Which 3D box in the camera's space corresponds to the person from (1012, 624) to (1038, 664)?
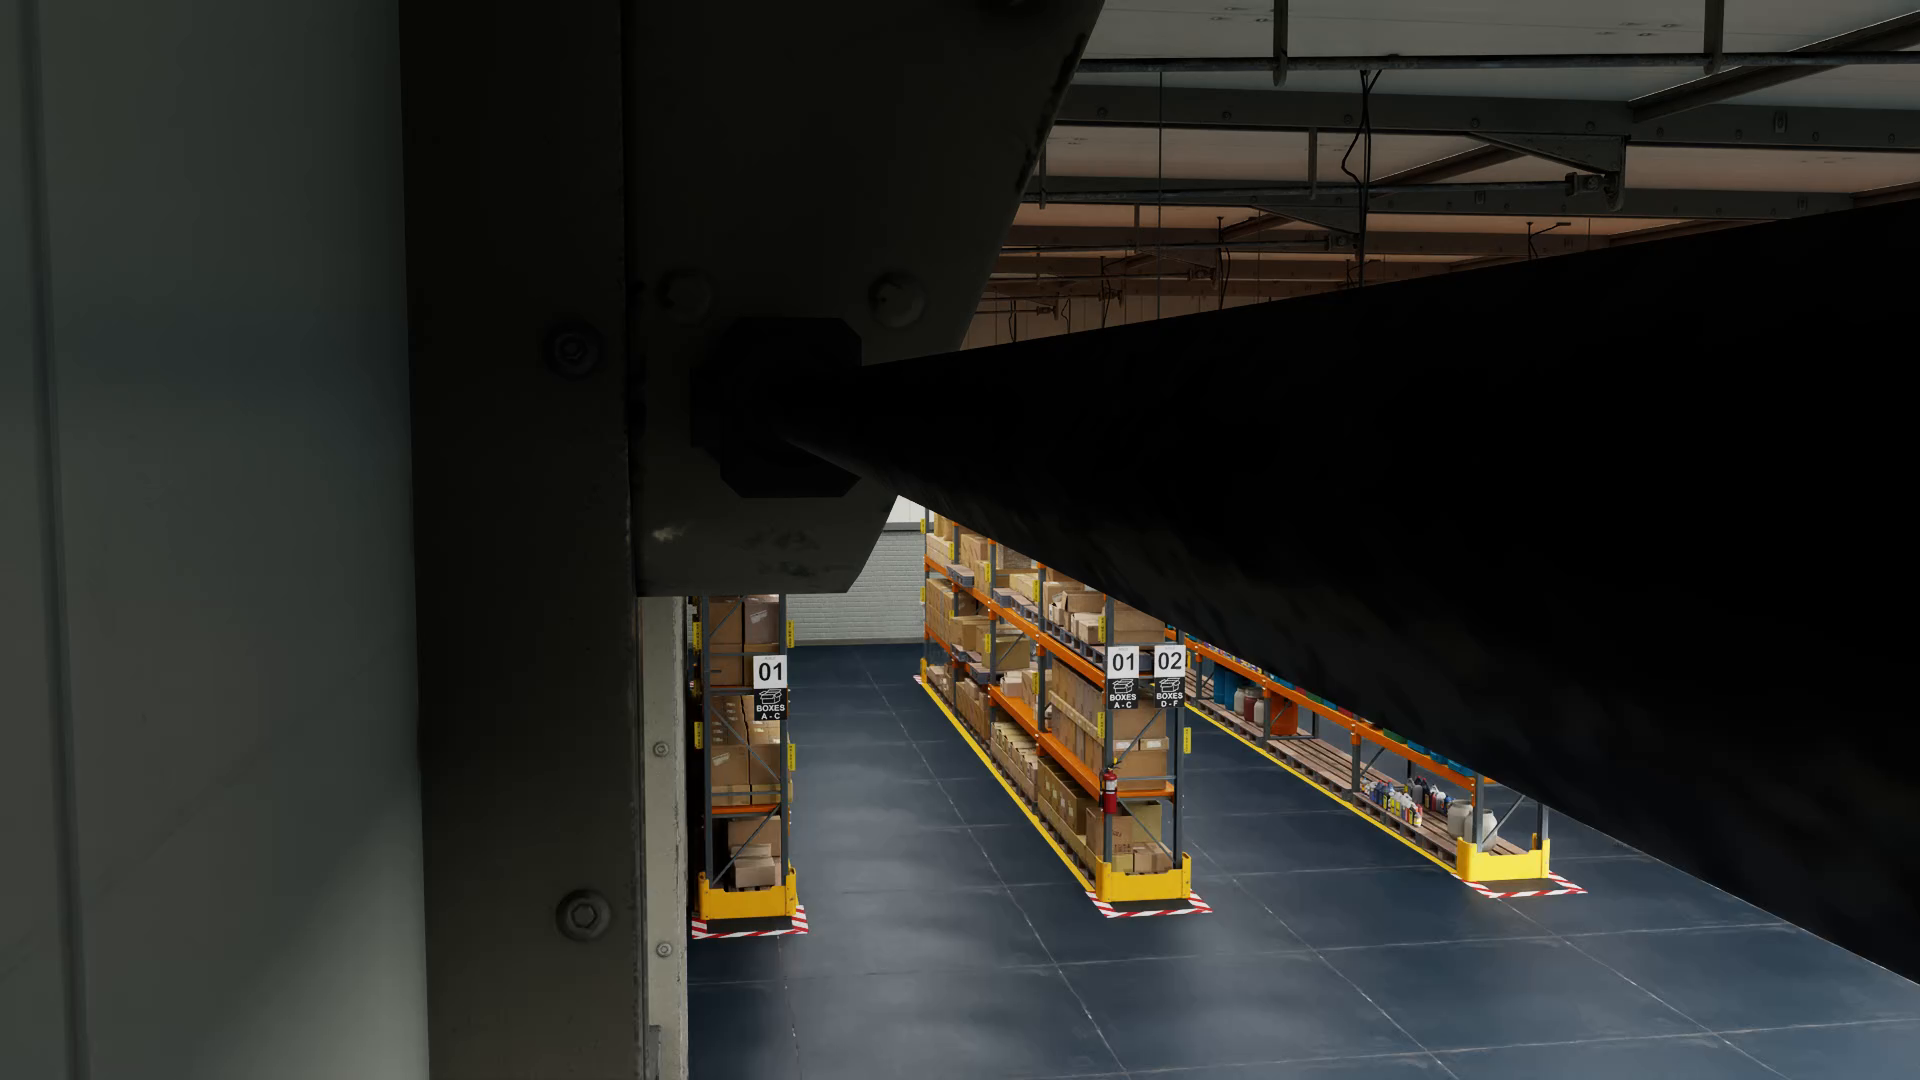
[{"bbox_3d":[1.421,1.981,36.995,0.577,1.676,0.723,5,7,43],"label":"person"}]
